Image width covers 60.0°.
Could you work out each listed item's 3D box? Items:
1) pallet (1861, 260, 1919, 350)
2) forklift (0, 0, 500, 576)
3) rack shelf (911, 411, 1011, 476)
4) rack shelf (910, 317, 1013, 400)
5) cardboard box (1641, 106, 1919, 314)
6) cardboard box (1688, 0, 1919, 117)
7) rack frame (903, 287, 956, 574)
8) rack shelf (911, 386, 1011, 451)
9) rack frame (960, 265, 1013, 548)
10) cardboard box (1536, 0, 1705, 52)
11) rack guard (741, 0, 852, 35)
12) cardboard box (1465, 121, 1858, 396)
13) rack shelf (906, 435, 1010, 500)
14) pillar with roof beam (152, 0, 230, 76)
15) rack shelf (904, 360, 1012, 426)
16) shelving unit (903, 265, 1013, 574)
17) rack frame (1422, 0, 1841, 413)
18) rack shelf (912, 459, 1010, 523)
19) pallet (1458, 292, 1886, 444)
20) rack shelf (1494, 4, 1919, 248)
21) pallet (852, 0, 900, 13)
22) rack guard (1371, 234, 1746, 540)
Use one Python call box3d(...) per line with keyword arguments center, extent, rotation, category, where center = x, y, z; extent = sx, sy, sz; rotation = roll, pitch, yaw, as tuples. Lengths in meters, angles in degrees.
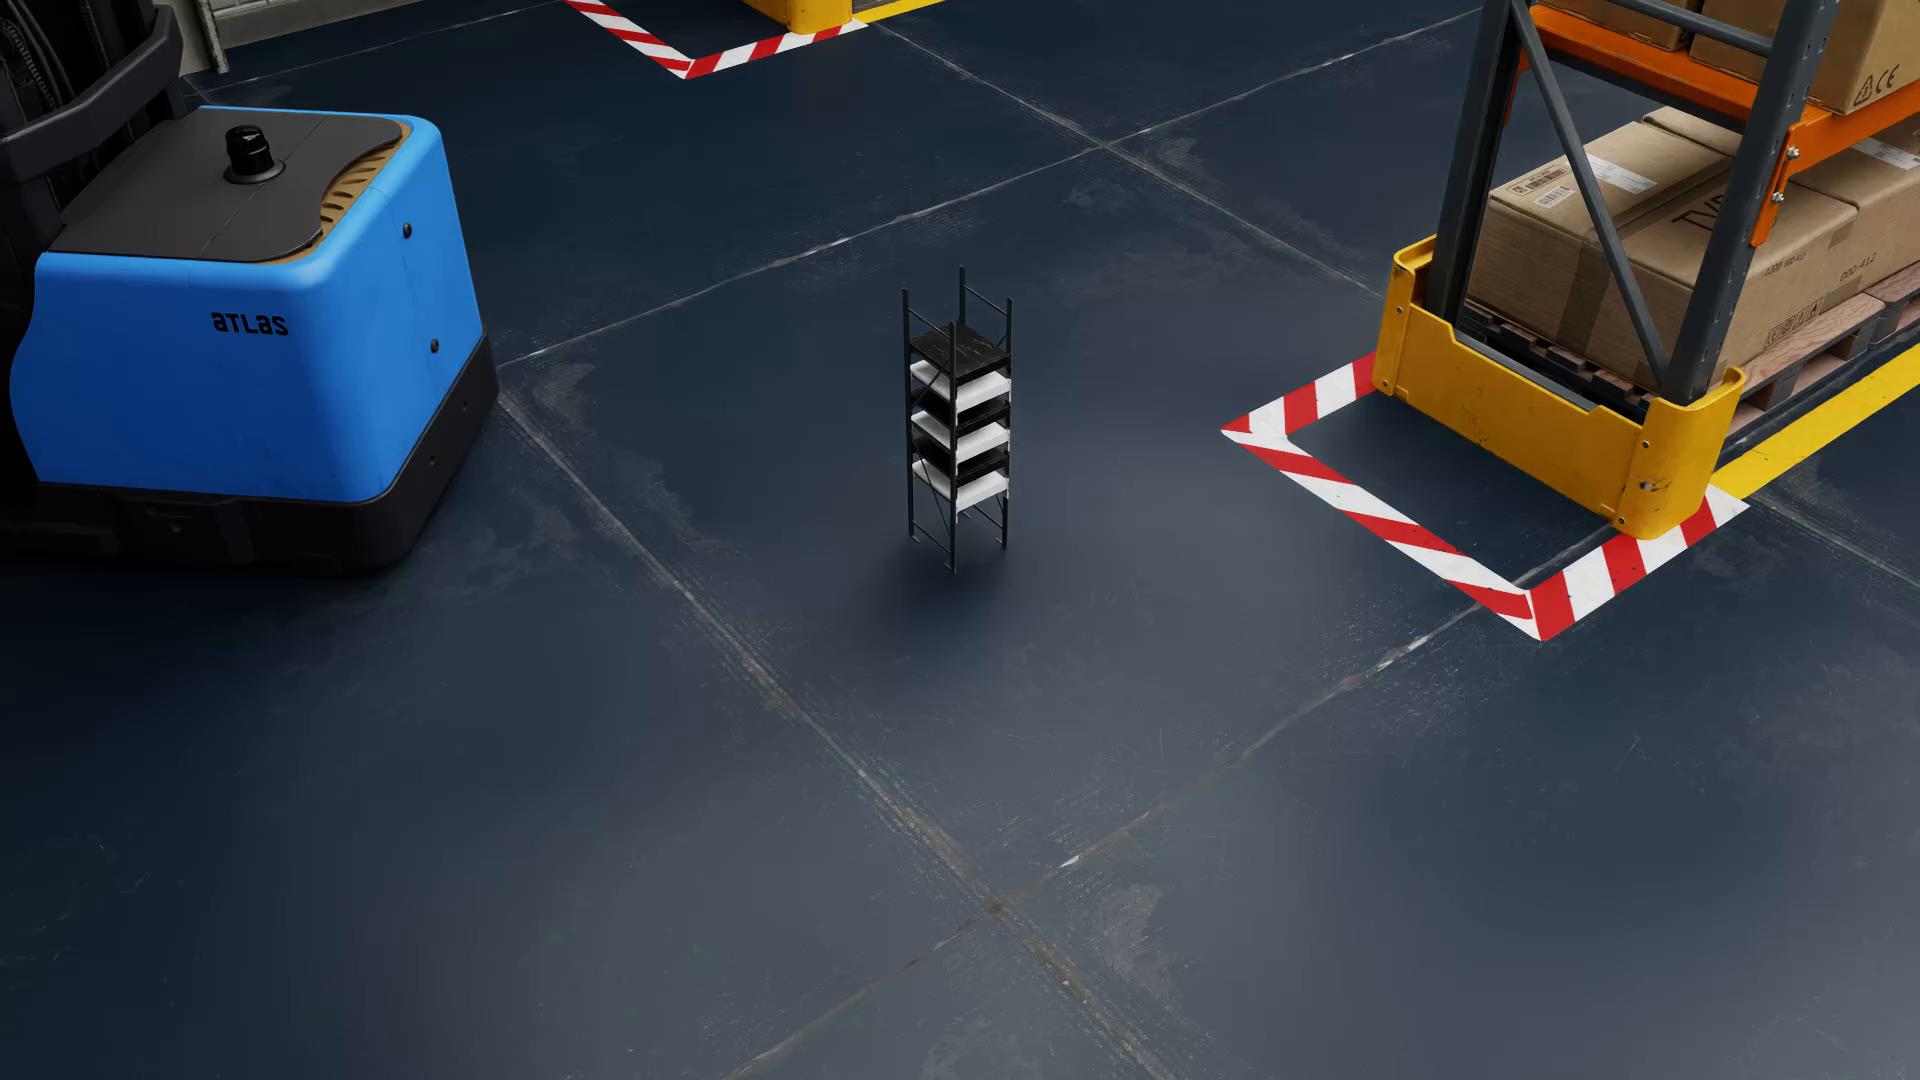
box3d(center=(3.505, -1.250, 6.608), extent=(1.213, 0.211, 1.003), rotation=(-26, 46, -28), category="pallet")
box3d(center=(-3.148, -1.421, 4.672), extent=(3.031, 2.935, 1.130), rotation=(4, 40, 5), category="forklift")
box3d(center=(-0.006, -0.319, 4.982), extent=(0.200, 0.077, 0.258), rotation=(-26, 46, -28), category="rack shelf")
box3d(center=(-0.006, -0.528, 4.811), extent=(0.200, 0.077, 0.258), rotation=(-26, 46, -28), category="rack shelf")
box3d(center=(3.135, -1.346, 6.215), extent=(0.875, 0.438, 0.875), rotation=(-25, 45, -27), category="cardboard box")
box3d(center=(2.508, -1.591, 4.745), extent=(0.500, 0.500, 0.500), rotation=(-26, 46, -28), category="cardboard box")
box3d(center=(-0.087, -0.305, 4.913), extent=(0.006, 0.900, 0.240), rotation=(-26, 46, -28), category="rack frame")
box3d(center=(-0.006, -0.389, 4.925), extent=(0.200, 0.077, 0.258), rotation=(-26, 46, -28), category="rack shelf")
box3d(center=(0.074, -0.384, 5.009), extent=(0.006, 0.900, 0.240), rotation=(-26, 46, -28), category="rack frame")
box3d(center=(2.173, -1.869, 5.085), extent=(0.500, 0.500, 0.500), rotation=(-26, 46, -28), category="cardboard box")
box3d(center=(-1.015, -3.069, 8.597), extent=(0.348, 0.500, 1.175), rotation=(-26, 46, -28), category="rack guard")
box3d(center=(2.415, -0.988, 5.779), extent=(0.875, 0.438, 0.875), rotation=(-28, 47, -29), category="cardboard box")
box3d(center=(-0.006, -0.249, 5.039), extent=(0.200, 0.077, 0.258), rotation=(-26, 46, -28), category="rack shelf")
box3d(center=(-1.139, -3.572, 2.509), extent=(0.400, 9.000, 9.100), rotation=(-26, 46, -28), category="pillar with roof beam")
box3d(center=(-0.006, -0.458, 4.868), extent=(0.200, 0.077, 0.258), rotation=(-26, 46, -28), category="rack shelf")
box3d(center=(-0.006, -0.345, 4.961), extent=(0.210, 0.900, 0.258), rotation=(-26, 46, -28), category="shelving unit")
box3d(center=(1.952, -1.511, 4.727), extent=(0.127, 3.000, 1.000), rotation=(-26, 46, -28), category="rack frame")
box3d(center=(-0.006, -0.180, 5.096), extent=(0.200, 0.077, 0.258), rotation=(-26, 46, -28), category="rack shelf")
box3d(center=(2.538, -0.781, 6.036), extent=(1.213, 0.211, 1.003), rotation=(-26, 46, -28), category="pallet")
box3d(center=(3.538, -2.006, 5.897), extent=(4.000, 0.370, 1.077), rotation=(-26, 46, -28), category="rack shelf")
box3d(center=(-0.384, -3.266, 9.065), extent=(1.213, 0.211, 1.003), rotation=(-26, 46, -28), category="pallet")
box3d(center=(1.933, -0.535, 5.509), extent=(0.348, 0.500, 1.175), rotation=(-26, 46, -28), category="rack guard")
